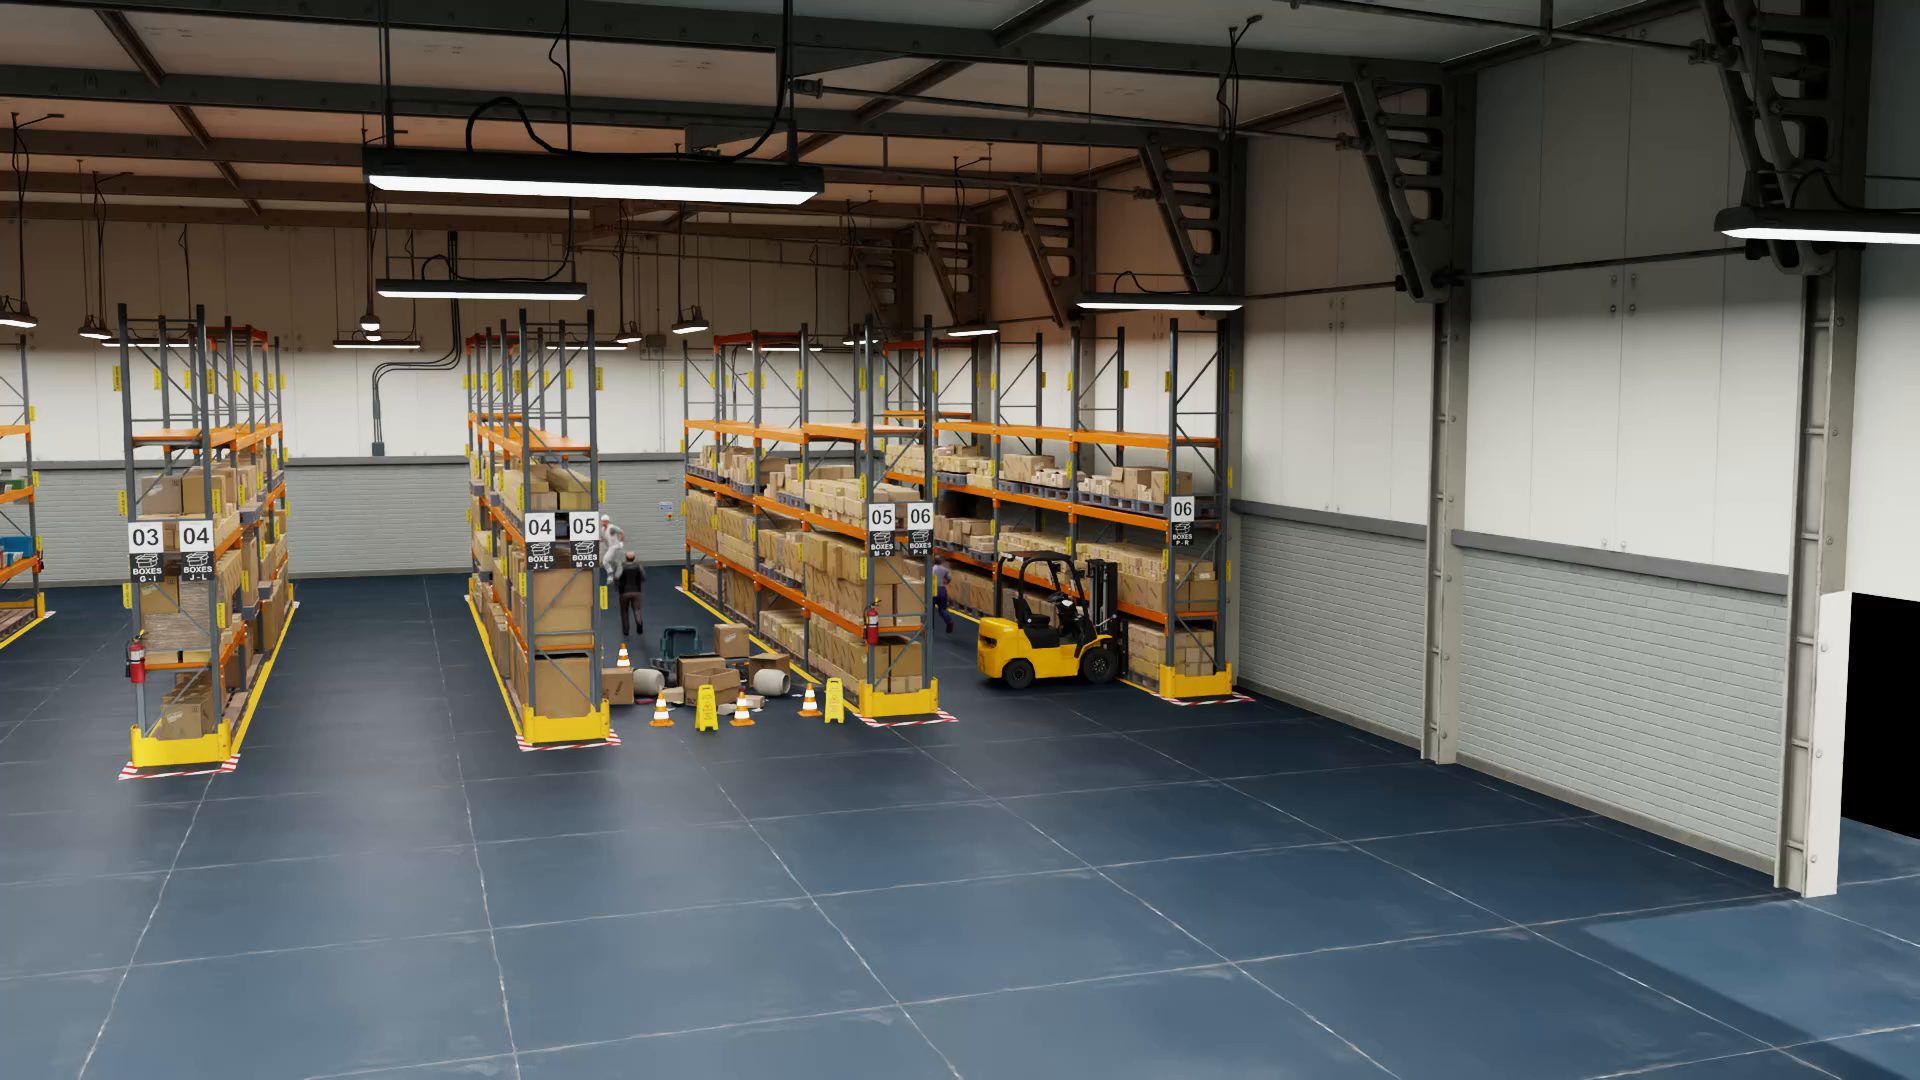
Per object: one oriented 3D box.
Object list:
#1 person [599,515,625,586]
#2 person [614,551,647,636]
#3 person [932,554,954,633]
[{"bbox_3d":[-8.576,0.237,41.017,0.972,1.723,0.621,-4,7,-35],"label":"person"},{"bbox_3d":[-6.472,1.063,32.583,0.679,1.696,0.905,-2,6,-23],"label":"person"},{"bbox_3d":[-0.452,1.087,32.727,0.623,1.614,0.861,-3,6,-29],"label":"person"}]
